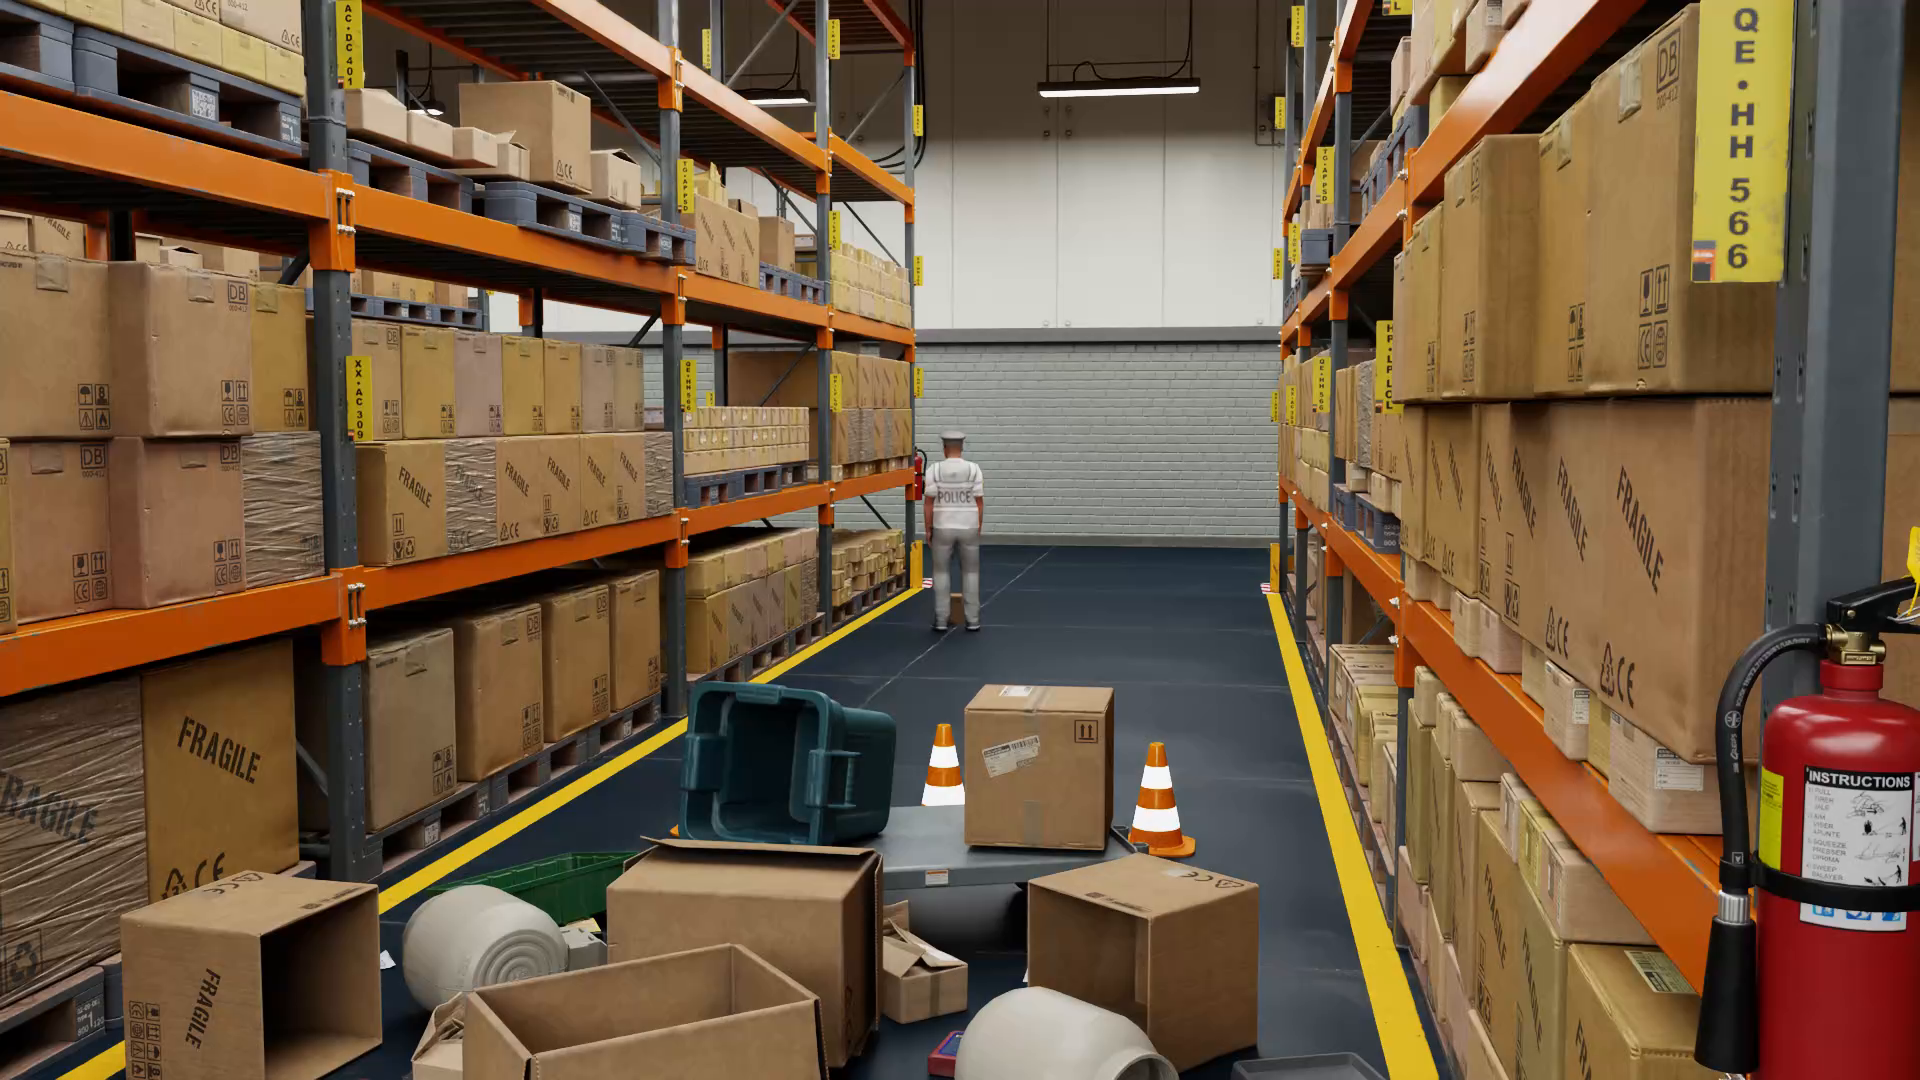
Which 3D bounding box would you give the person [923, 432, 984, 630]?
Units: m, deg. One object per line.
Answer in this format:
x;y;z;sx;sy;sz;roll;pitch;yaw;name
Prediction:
-0.059;-0.078;14.657;0.528;1.744;0.393;0;4;-3;person
